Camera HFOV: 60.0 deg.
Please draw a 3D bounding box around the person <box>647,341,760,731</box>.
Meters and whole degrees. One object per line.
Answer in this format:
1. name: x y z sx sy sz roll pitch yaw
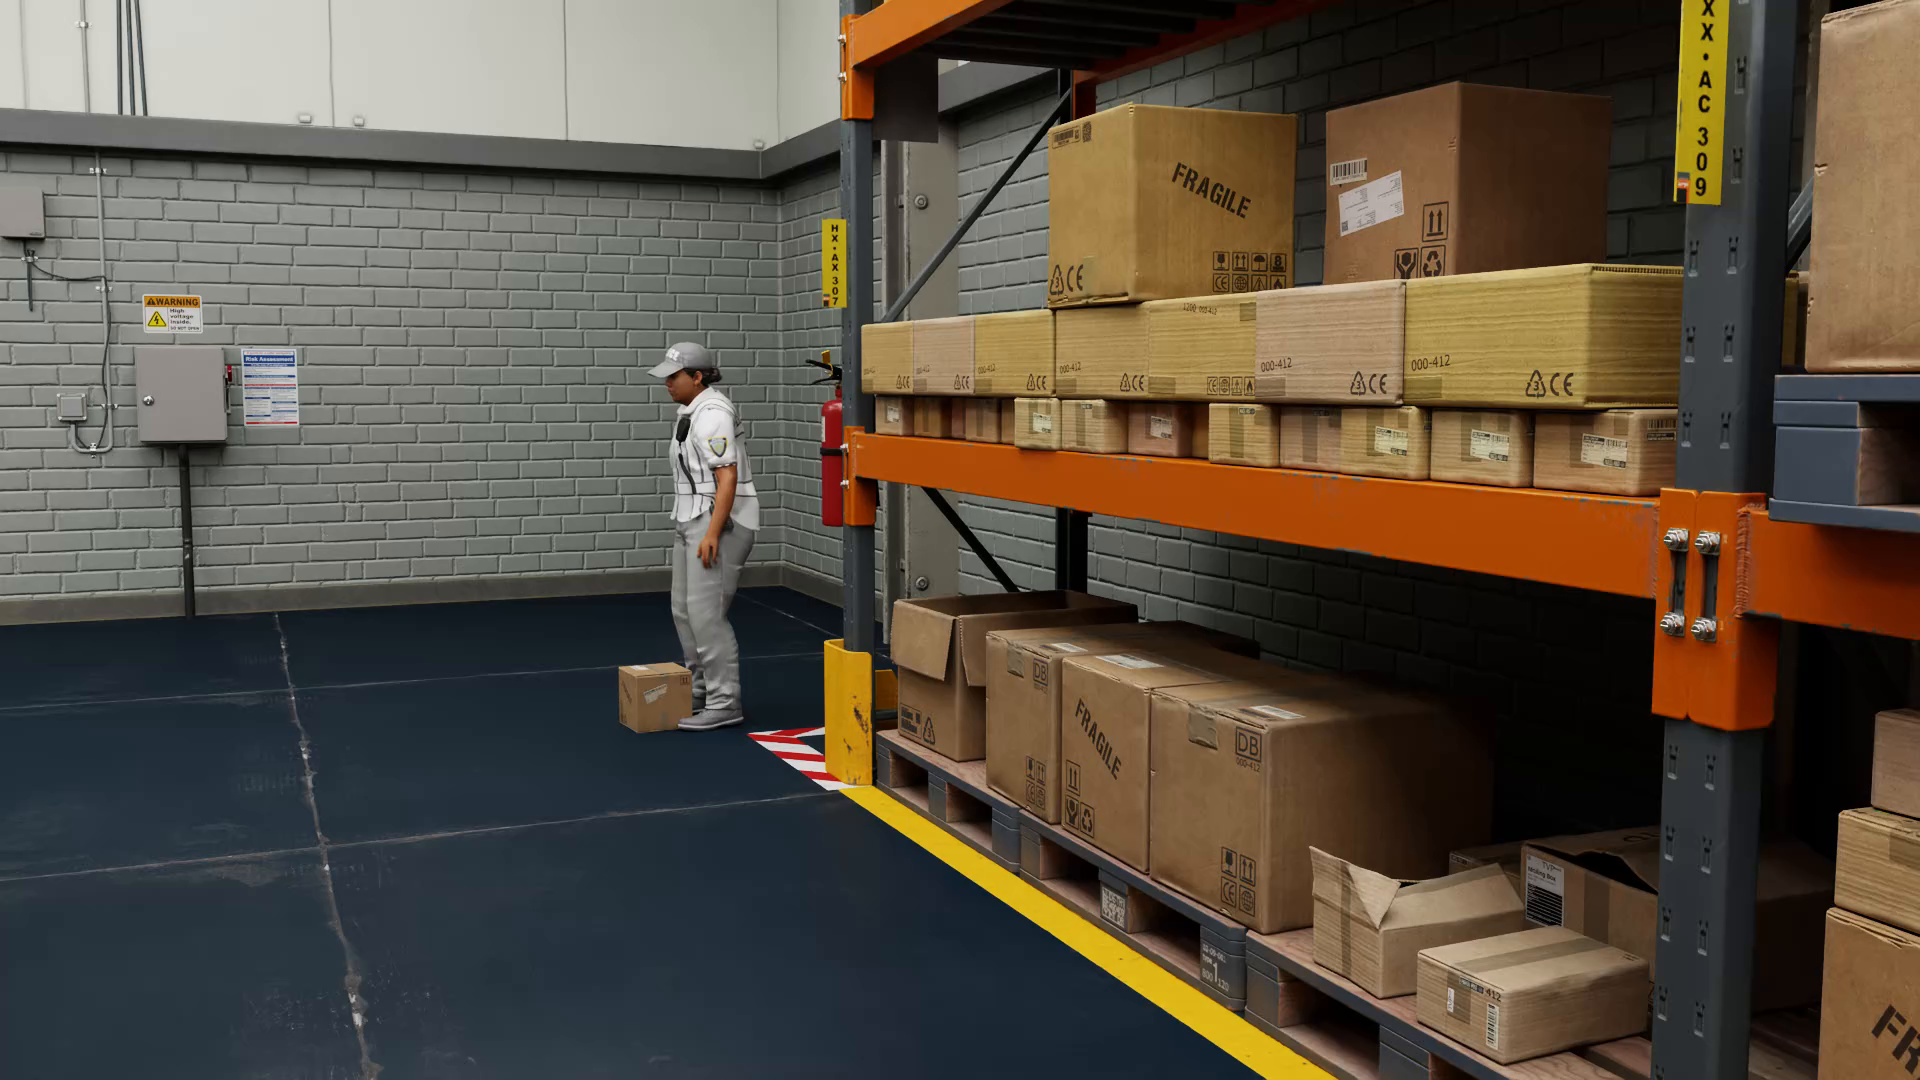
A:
1. person: -1.128 -0.029 7.267 0.466 1.667 0.540 -2 6 -23
